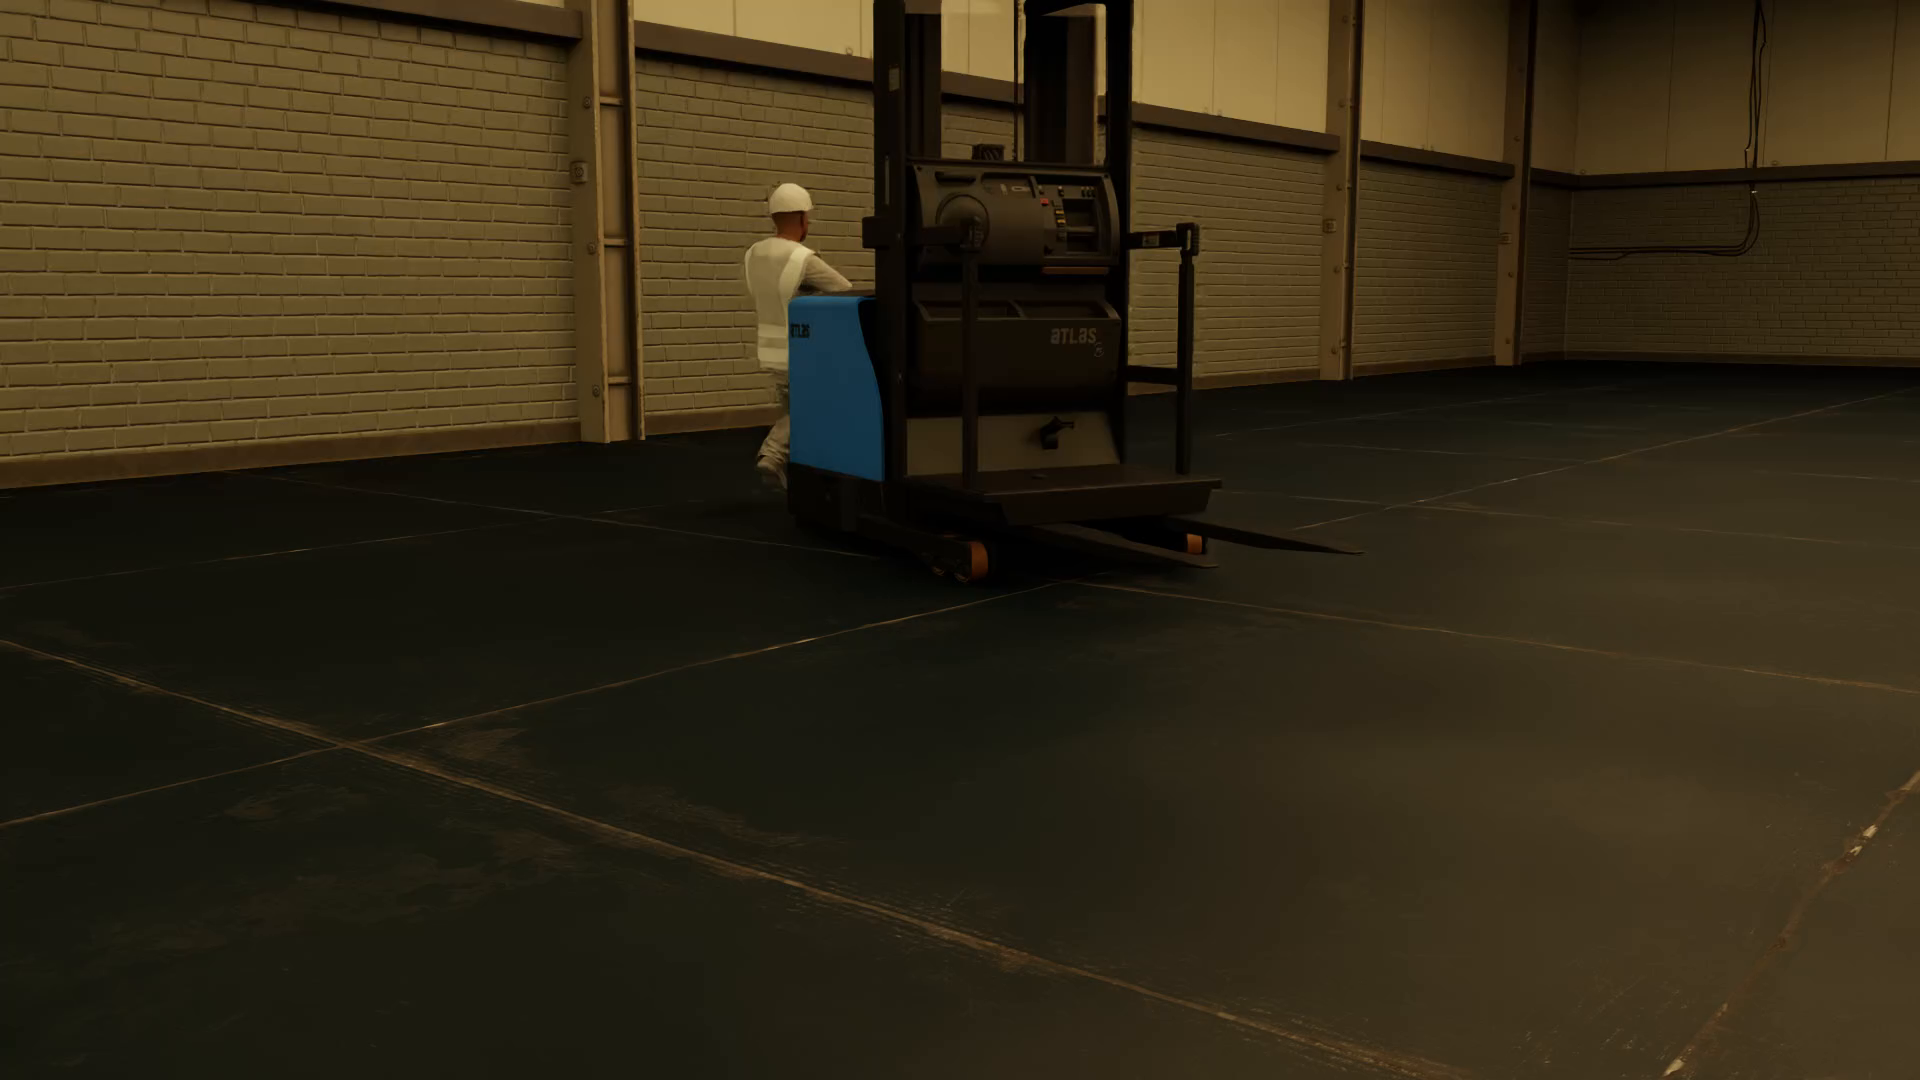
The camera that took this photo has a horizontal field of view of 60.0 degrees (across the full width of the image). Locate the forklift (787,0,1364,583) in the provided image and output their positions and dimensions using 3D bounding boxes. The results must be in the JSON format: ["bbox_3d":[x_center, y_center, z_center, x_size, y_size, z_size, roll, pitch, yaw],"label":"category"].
[{"bbox_3d":[0.342,-1.360,6.577,1.130,2.935,3.031,-5,9,-28],"label":"forklift"}]

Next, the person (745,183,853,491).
[{"bbox_3d":[-0.673,-0.976,8.456,0.898,1.634,0.661,7,11,41],"label":"person"}]
